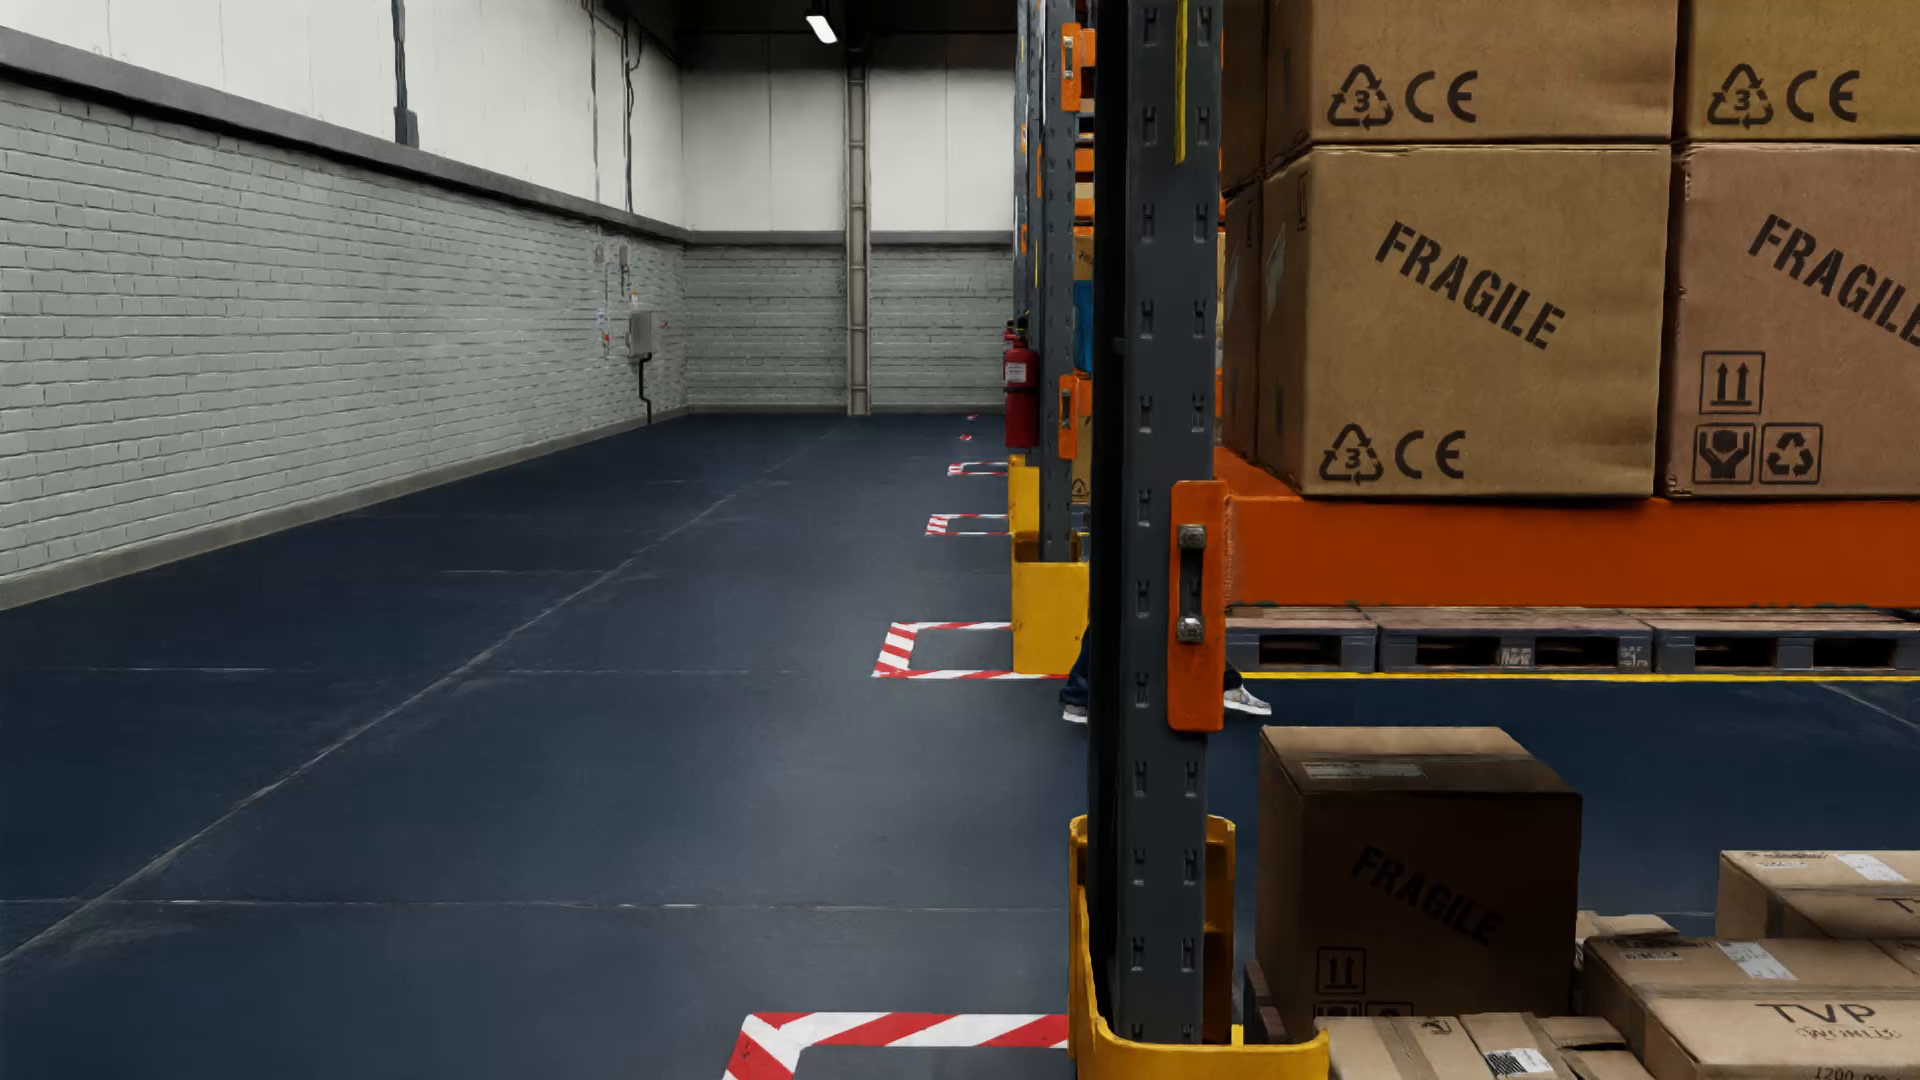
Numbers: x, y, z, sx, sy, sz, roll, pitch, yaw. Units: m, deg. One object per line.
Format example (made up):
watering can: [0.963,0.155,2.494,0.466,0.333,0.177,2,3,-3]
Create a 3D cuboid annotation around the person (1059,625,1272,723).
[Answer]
person: [0.804,-0.069,6.322,0.876,1.571,0.454,-1,8,-7]
